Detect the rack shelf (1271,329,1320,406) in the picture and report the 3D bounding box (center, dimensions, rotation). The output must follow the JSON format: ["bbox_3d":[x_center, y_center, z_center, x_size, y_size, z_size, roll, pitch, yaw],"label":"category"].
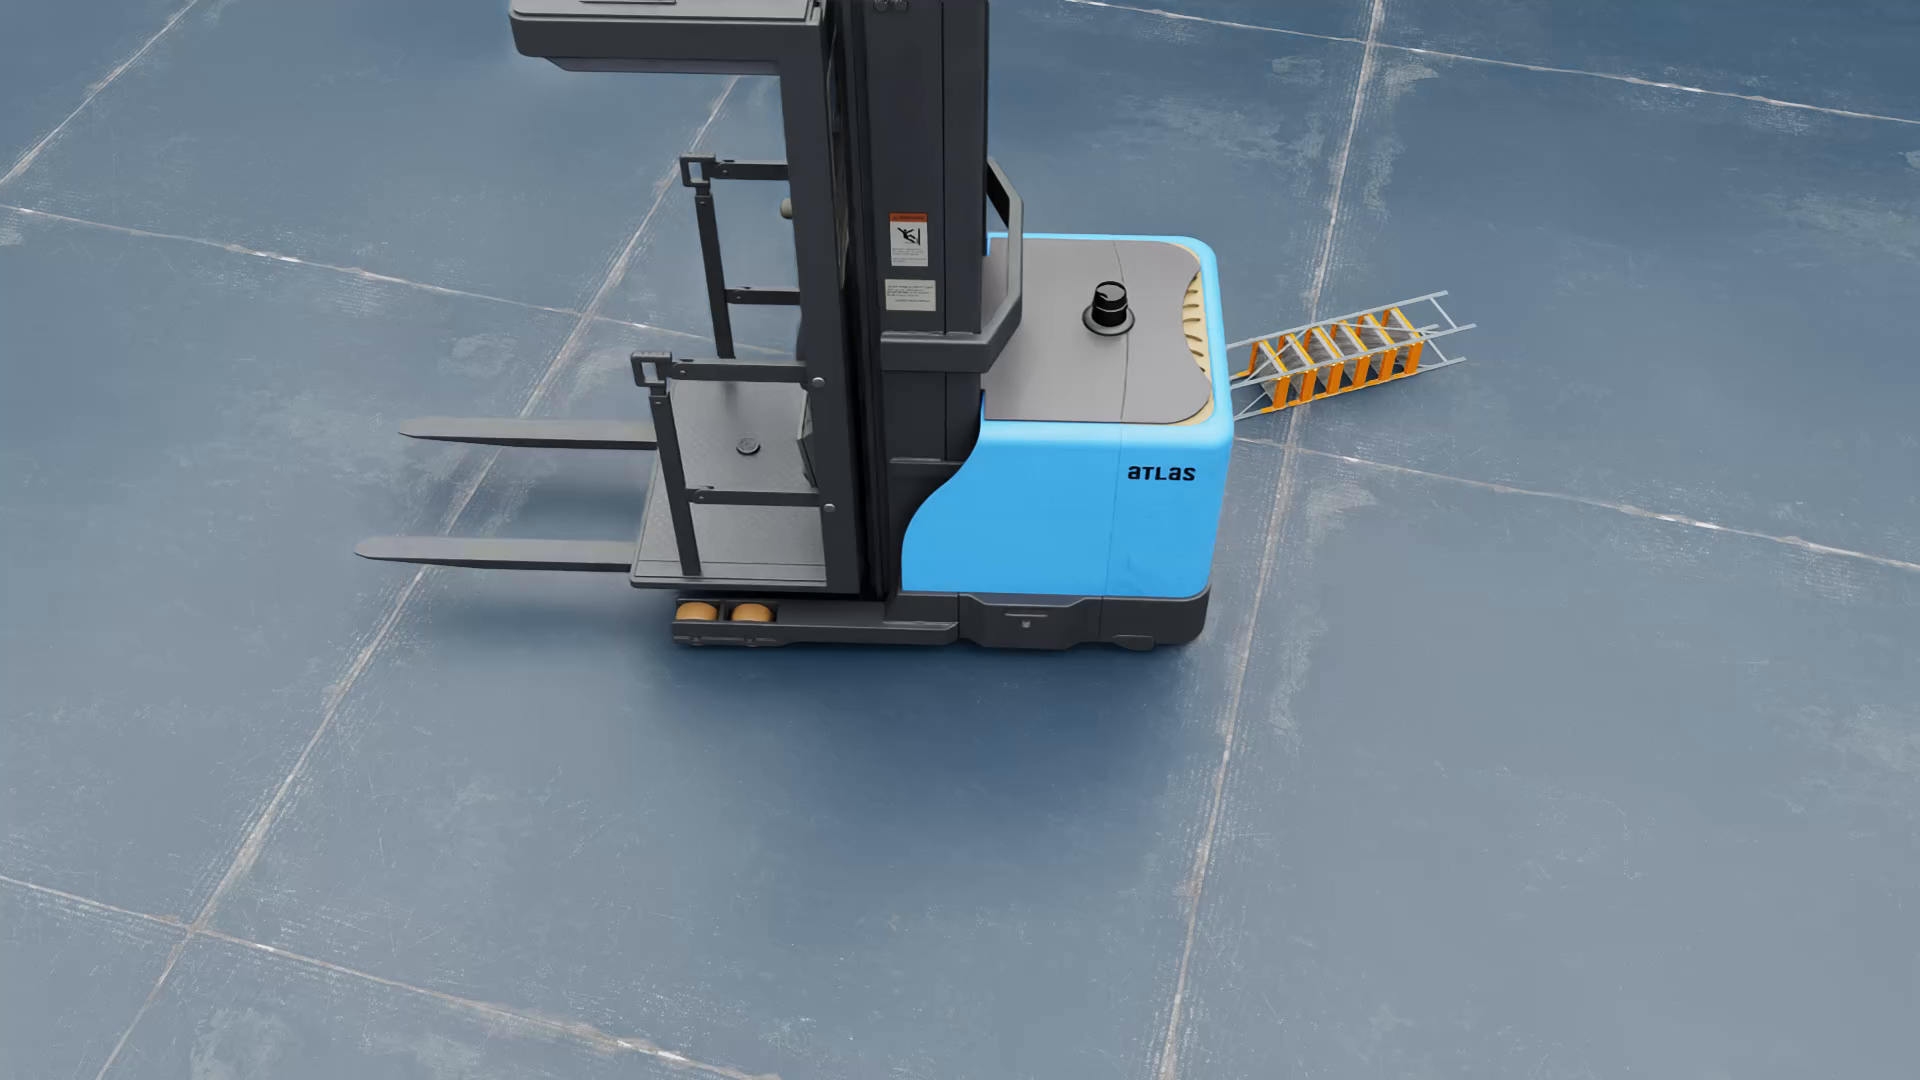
[{"bbox_3d":[1.341,-0.699,6.737,0.103,0.180,0.258,-15,50,-13],"label":"rack shelf"}]

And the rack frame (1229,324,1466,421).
[{"bbox_3d":[1.496,-0.679,6.842,1.200,0.006,0.240,-15,50,-13],"label":"rack frame"}]

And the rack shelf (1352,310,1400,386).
[{"bbox_3d":[1.680,-0.789,6.817,0.103,0.180,0.258,-15,50,-13],"label":"rack shelf"}]

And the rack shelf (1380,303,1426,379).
[{"bbox_3d":[1.793,-0.819,6.844,0.103,0.180,0.258,-15,50,-13],"label":"rack shelf"}]

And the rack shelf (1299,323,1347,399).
[{"bbox_3d":[1.454,-0.729,6.764,0.103,0.180,0.258,-15,50,-13],"label":"rack shelf"}]

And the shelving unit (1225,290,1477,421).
[{"bbox_3d":[1.496,-0.740,6.774,1.200,0.189,0.258,-15,50,-13],"label":"shelving unit"}]

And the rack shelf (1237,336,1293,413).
[{"bbox_3d":[1.228,-0.668,6.711,0.103,0.180,0.258,-15,50,-13],"label":"rack shelf"}]

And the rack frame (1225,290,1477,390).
[{"bbox_3d":[1.496,-0.800,6.705,1.200,0.006,0.240,-15,50,-13],"label":"rack frame"}]

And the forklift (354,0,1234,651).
[{"bbox_3d":[-0.633,-0.986,5.166,3.031,2.935,1.130,1,49,1],"label":"forklift"}]

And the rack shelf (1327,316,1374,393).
[{"bbox_3d":[1.567,-0.759,6.791,0.103,0.180,0.258,-15,50,-13],"label":"rack shelf"}]
